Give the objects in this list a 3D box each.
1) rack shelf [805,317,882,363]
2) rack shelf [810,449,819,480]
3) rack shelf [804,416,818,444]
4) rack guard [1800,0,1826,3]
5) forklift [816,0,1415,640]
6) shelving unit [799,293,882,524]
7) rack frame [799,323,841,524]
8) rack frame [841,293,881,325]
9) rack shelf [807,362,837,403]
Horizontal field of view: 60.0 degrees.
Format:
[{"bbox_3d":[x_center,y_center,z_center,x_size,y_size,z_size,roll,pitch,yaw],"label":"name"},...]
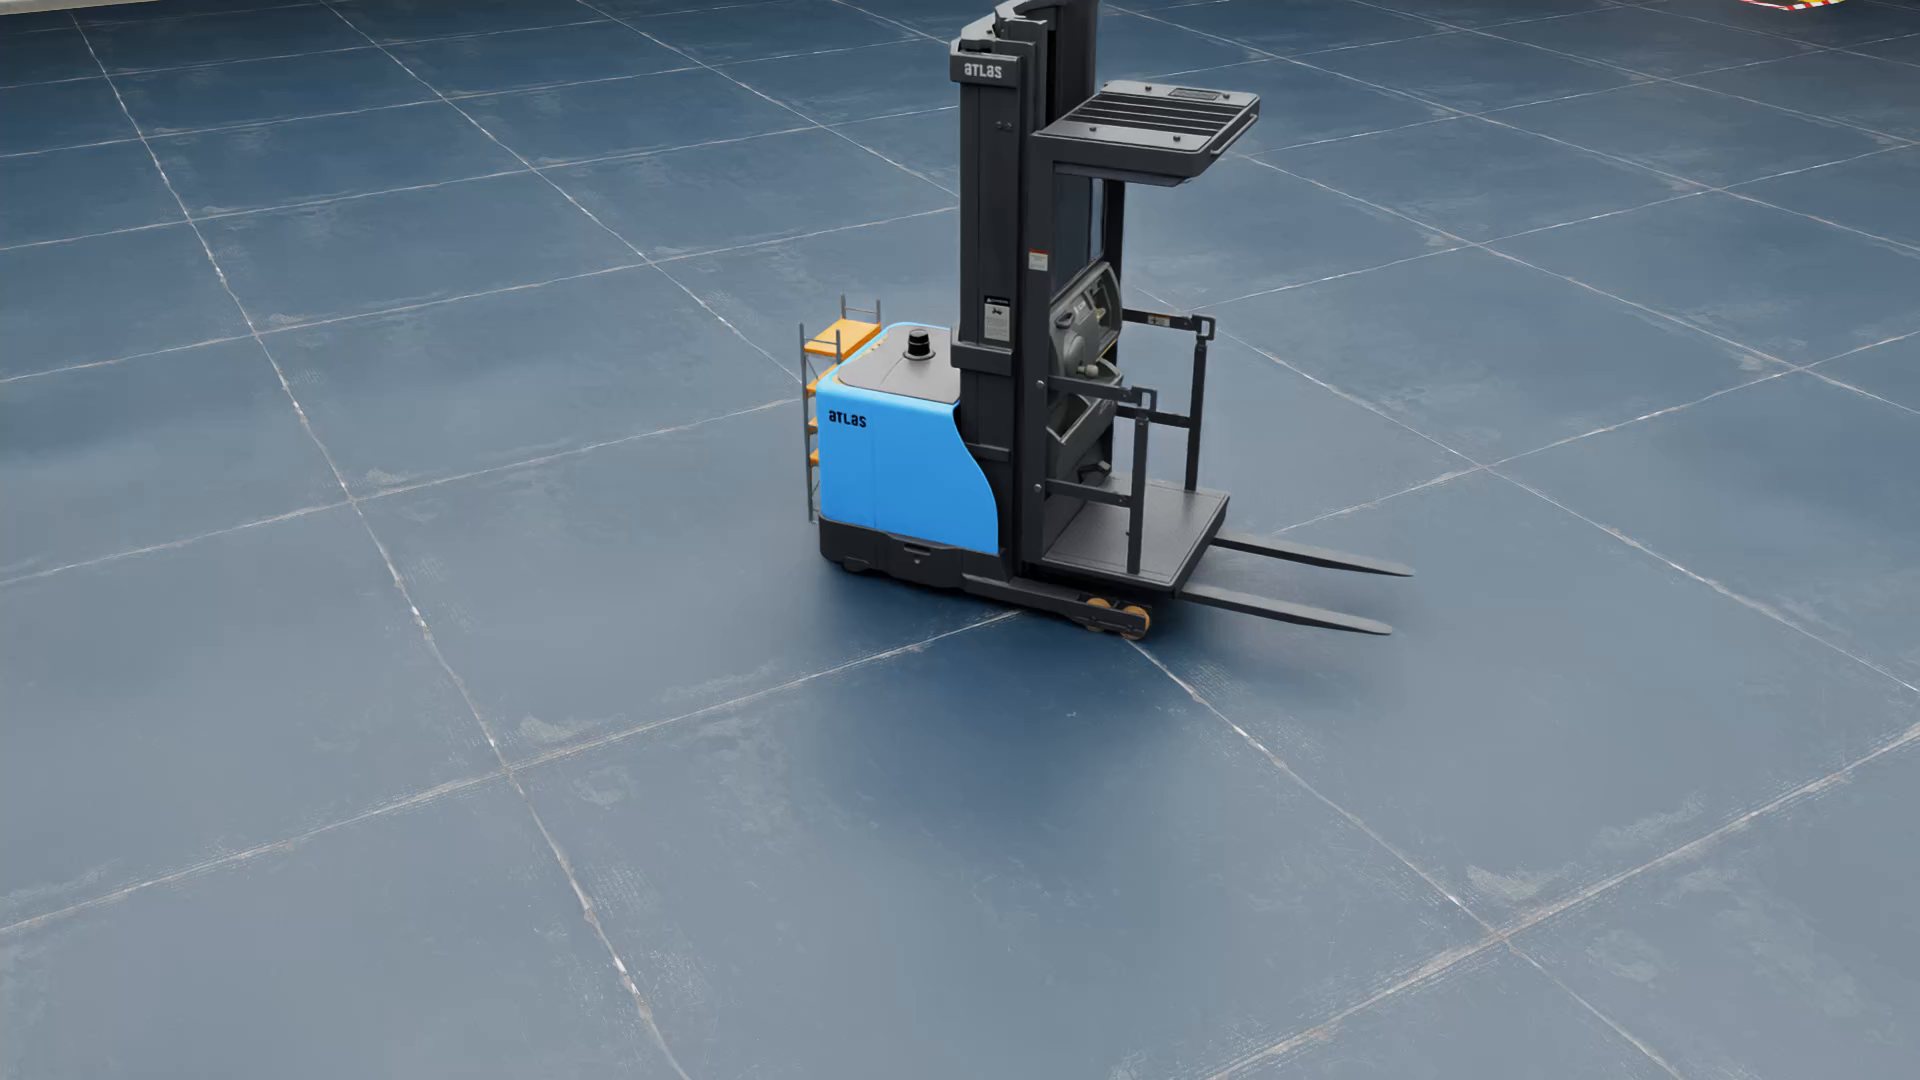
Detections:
[{"bbox_3d":[-0.648,-1.059,9.113,0.258,0.148,0.480,12,31,20],"label":"rack shelf"},{"bbox_3d":[-0.647,-0.482,9.432,0.258,0.148,0.480,12,31,20],"label":"rack shelf"},{"bbox_3d":[-0.647,-0.656,9.336,0.258,0.148,0.480,12,31,20],"label":"rack shelf"},{"bbox_3d":[11.276,-7.704,22.692,0.348,0.500,1.175,-16,33,-26],"label":"rack guard"},{"bbox_3d":[0.809,-1.076,8.166,3.031,2.935,1.130,12,31,20],"label":"forklift"},{"bbox_3d":[-0.648,-0.715,9.303,0.258,1.200,0.503,12,31,20],"label":"shelving unit"},{"bbox_3d":[-0.744,-0.607,9.107,0.240,1.200,0.015,12,31,20],"label":"rack frame"},{"bbox_3d":[-0.551,-0.823,9.499,0.240,1.200,0.015,12,31,20],"label":"rack frame"},{"bbox_3d":[-0.648,-0.852,9.228,0.258,0.148,0.480,12,31,20],"label":"rack shelf"}]
